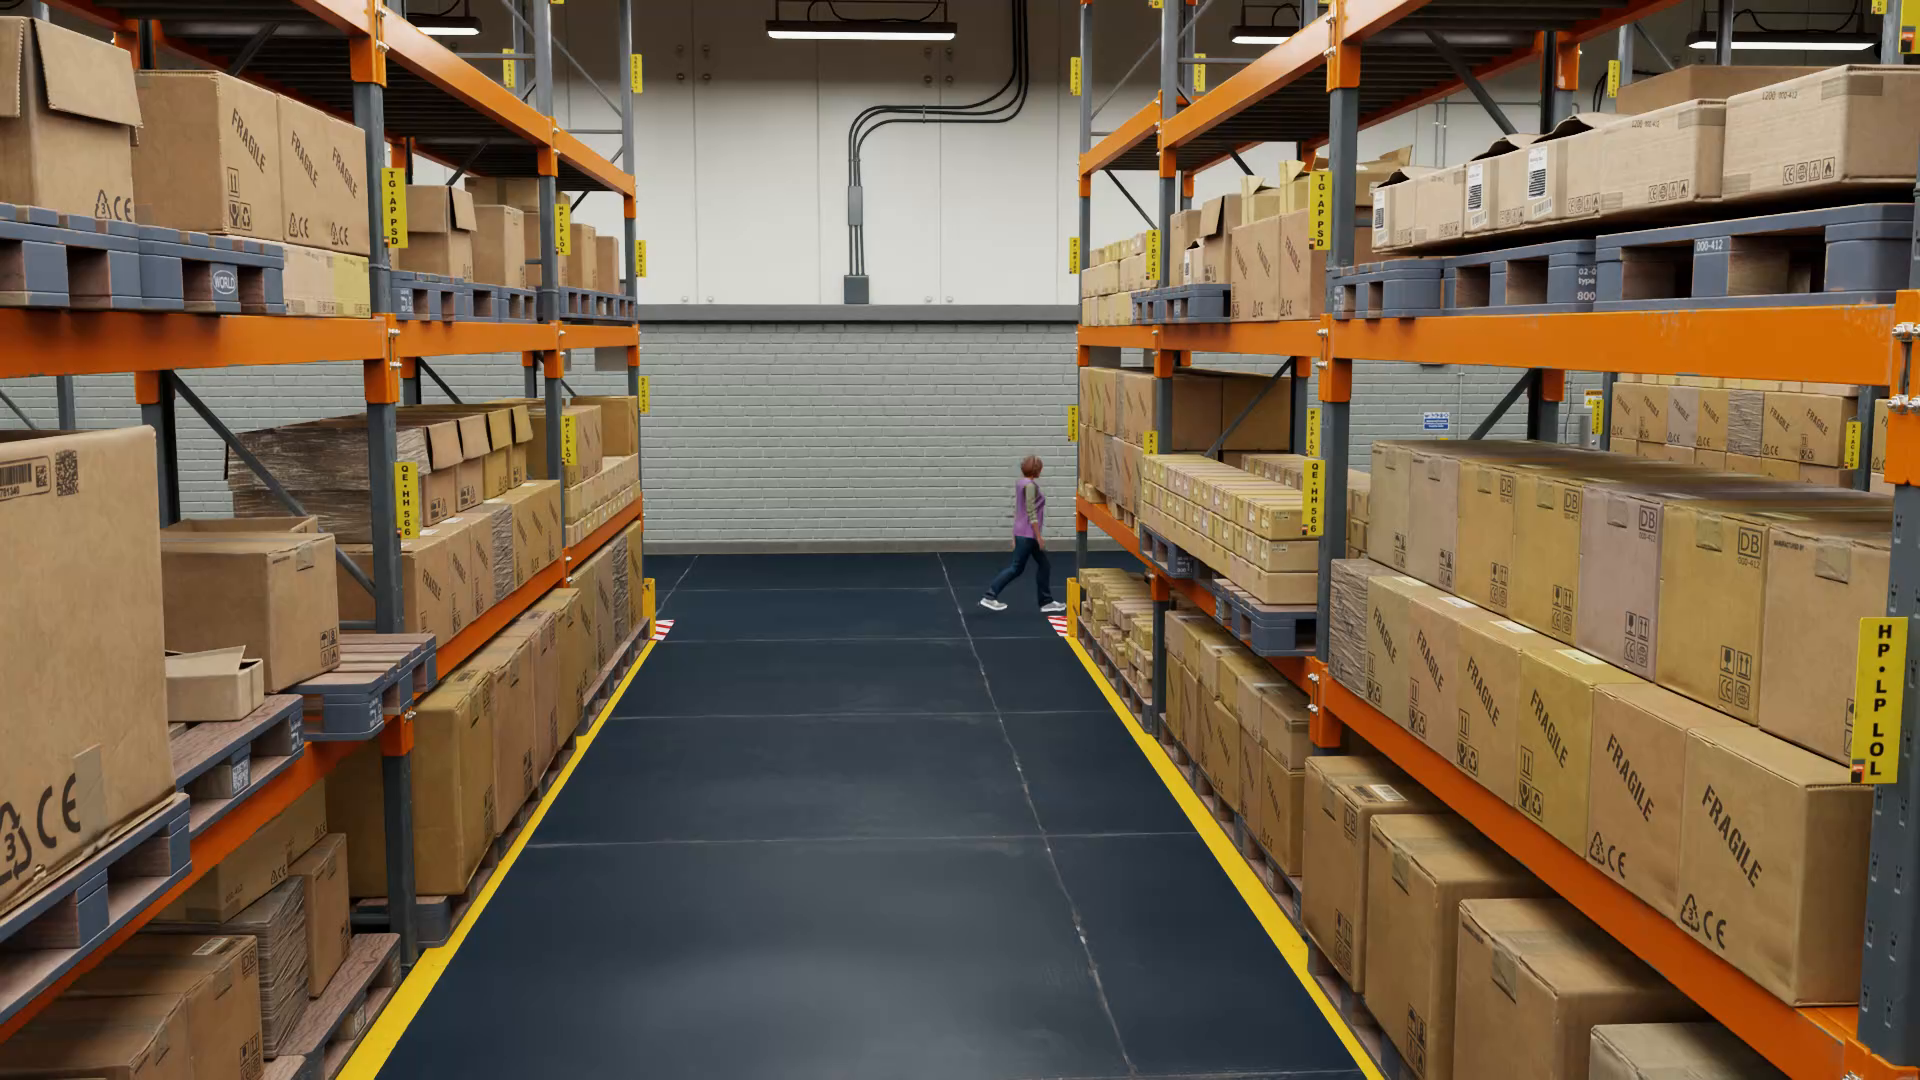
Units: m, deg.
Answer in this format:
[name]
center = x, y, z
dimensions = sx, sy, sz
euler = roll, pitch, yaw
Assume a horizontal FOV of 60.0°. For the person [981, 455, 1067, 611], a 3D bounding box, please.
[person]
center = 0.637, -0.053, 16.257
dimensions = 0.880, 1.548, 0.424
euler = 0, 7, -3
